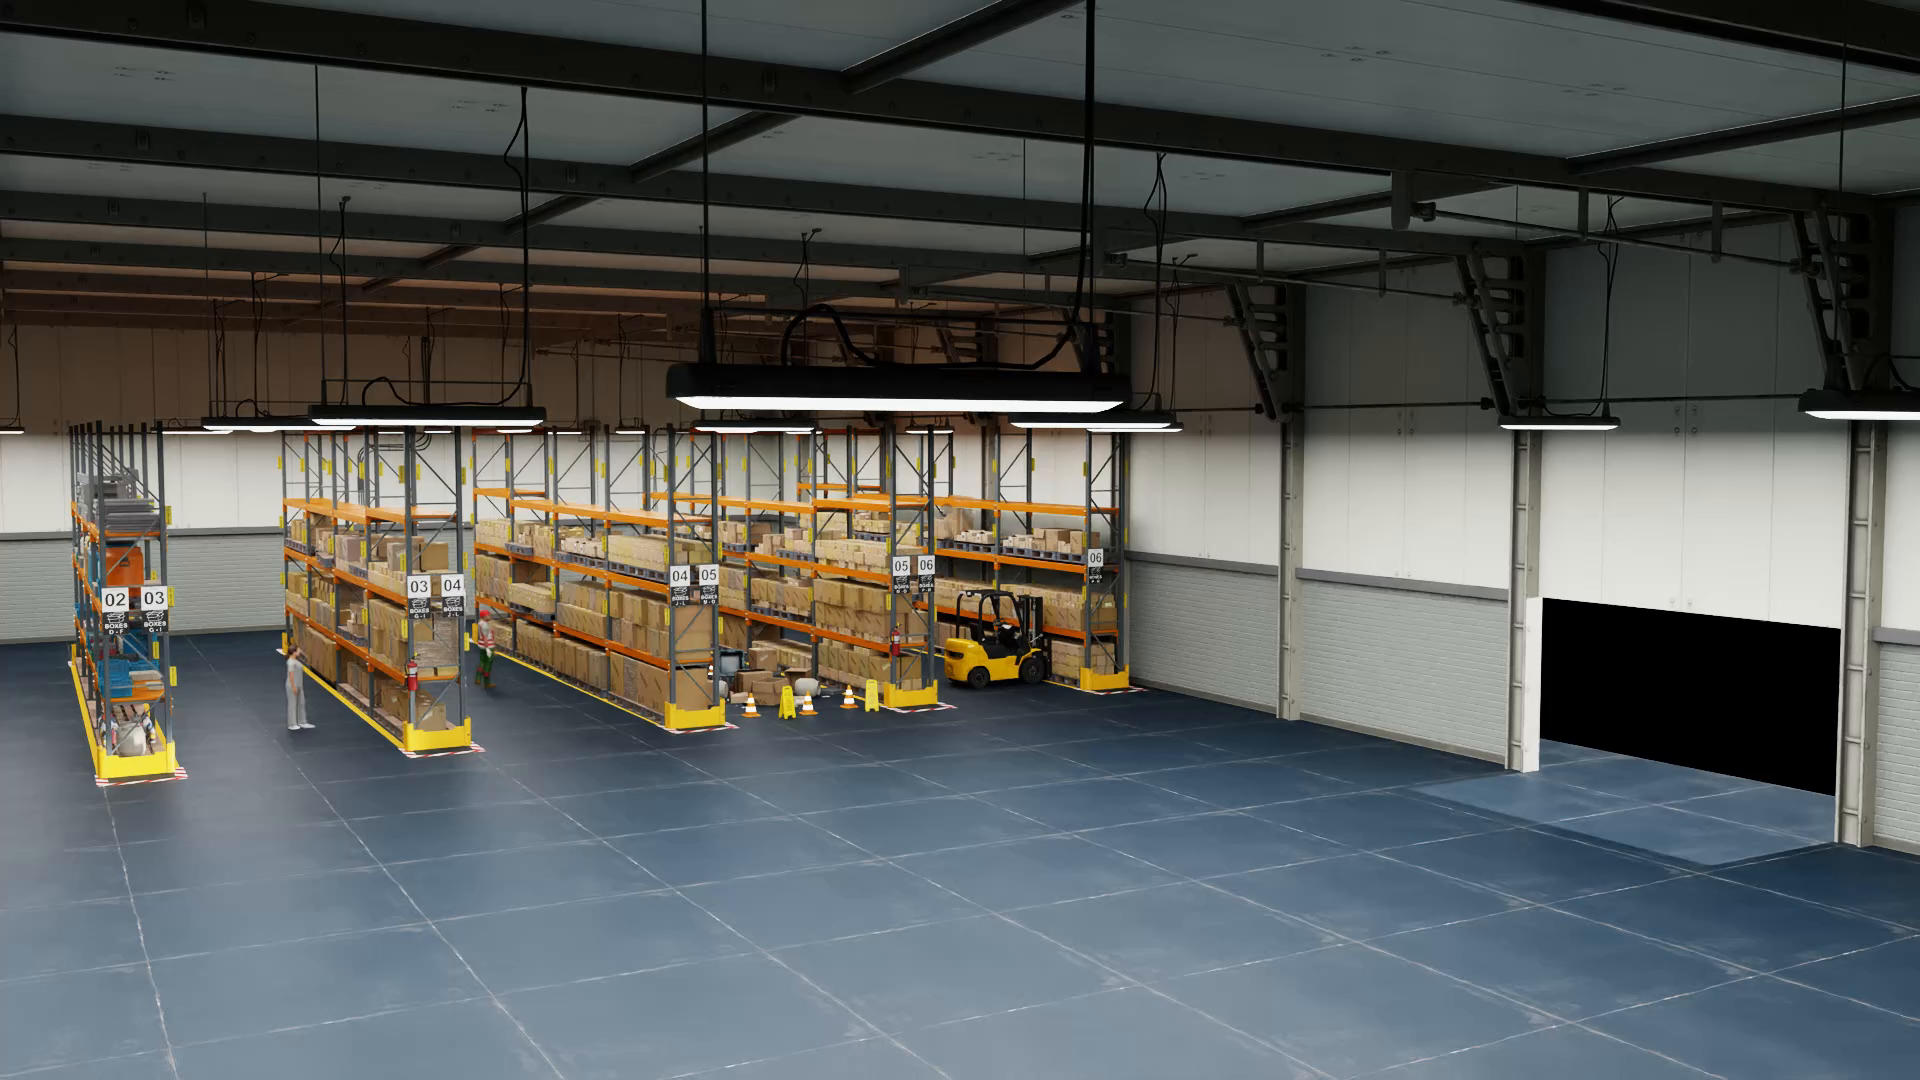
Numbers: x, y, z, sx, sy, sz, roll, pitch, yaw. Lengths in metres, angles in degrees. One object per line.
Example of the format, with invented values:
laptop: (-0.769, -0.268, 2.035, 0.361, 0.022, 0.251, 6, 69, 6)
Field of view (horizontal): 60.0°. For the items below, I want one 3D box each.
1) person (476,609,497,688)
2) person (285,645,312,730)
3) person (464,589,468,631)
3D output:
person: (-10.821, 2.474, 37.960, 0.492, 1.793, 0.598, -3, 5, -42)
person: (-12.998, 2.880, 32.603, 0.397, 1.672, 0.502, 0, 4, 6)
person: (-14.317, 1.945, 47.519, 0.522, 1.698, 0.350, -2, 4, -34)
